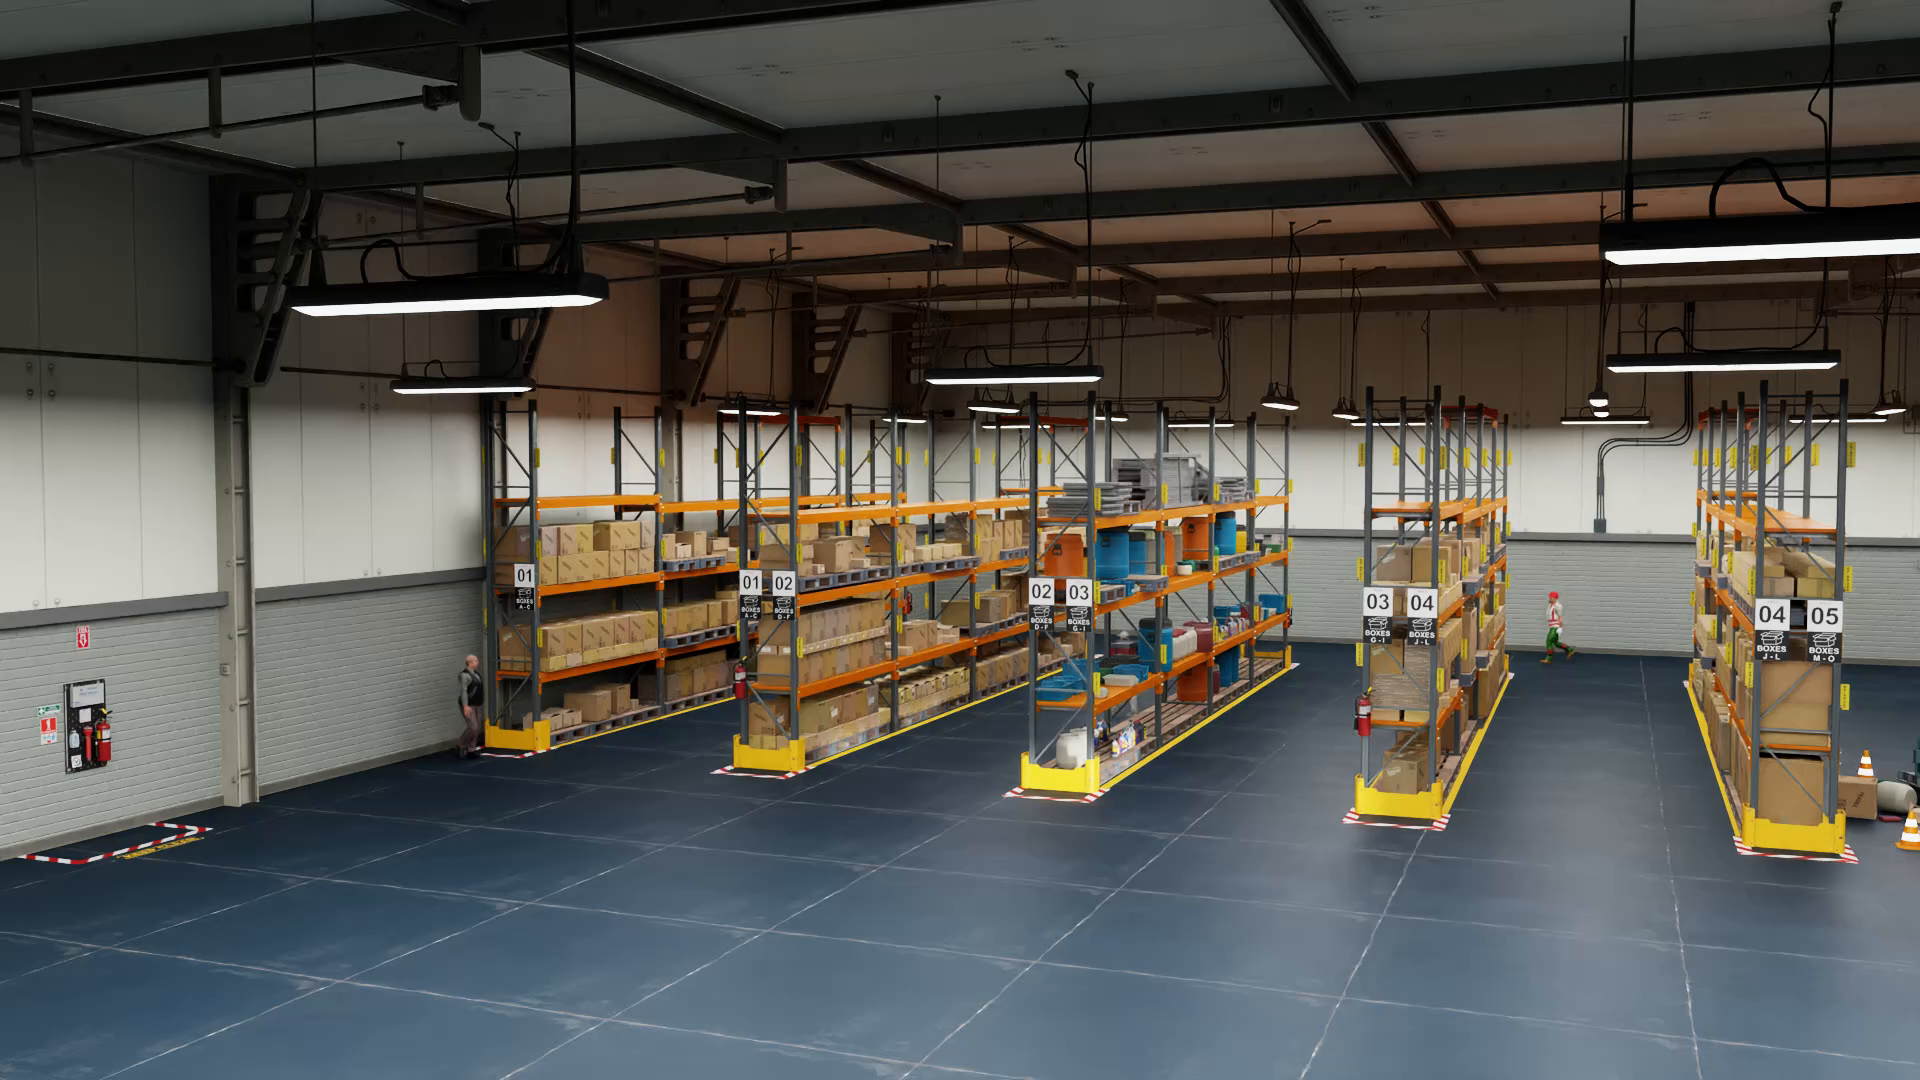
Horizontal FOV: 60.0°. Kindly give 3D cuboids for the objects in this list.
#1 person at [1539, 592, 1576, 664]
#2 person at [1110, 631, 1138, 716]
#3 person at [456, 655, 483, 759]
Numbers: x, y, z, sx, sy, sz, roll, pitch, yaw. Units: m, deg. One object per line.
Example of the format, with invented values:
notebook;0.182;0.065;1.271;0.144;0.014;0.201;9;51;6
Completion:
person;14.543;2.129;40.458;0.929;1.754;0.540;0;3;1
person;3.200;2.602;32.196;0.517;1.678;0.782;-2;3;-34
person;-8.122;2.762;27.601;0.459;1.718;0.550;1;3;19
